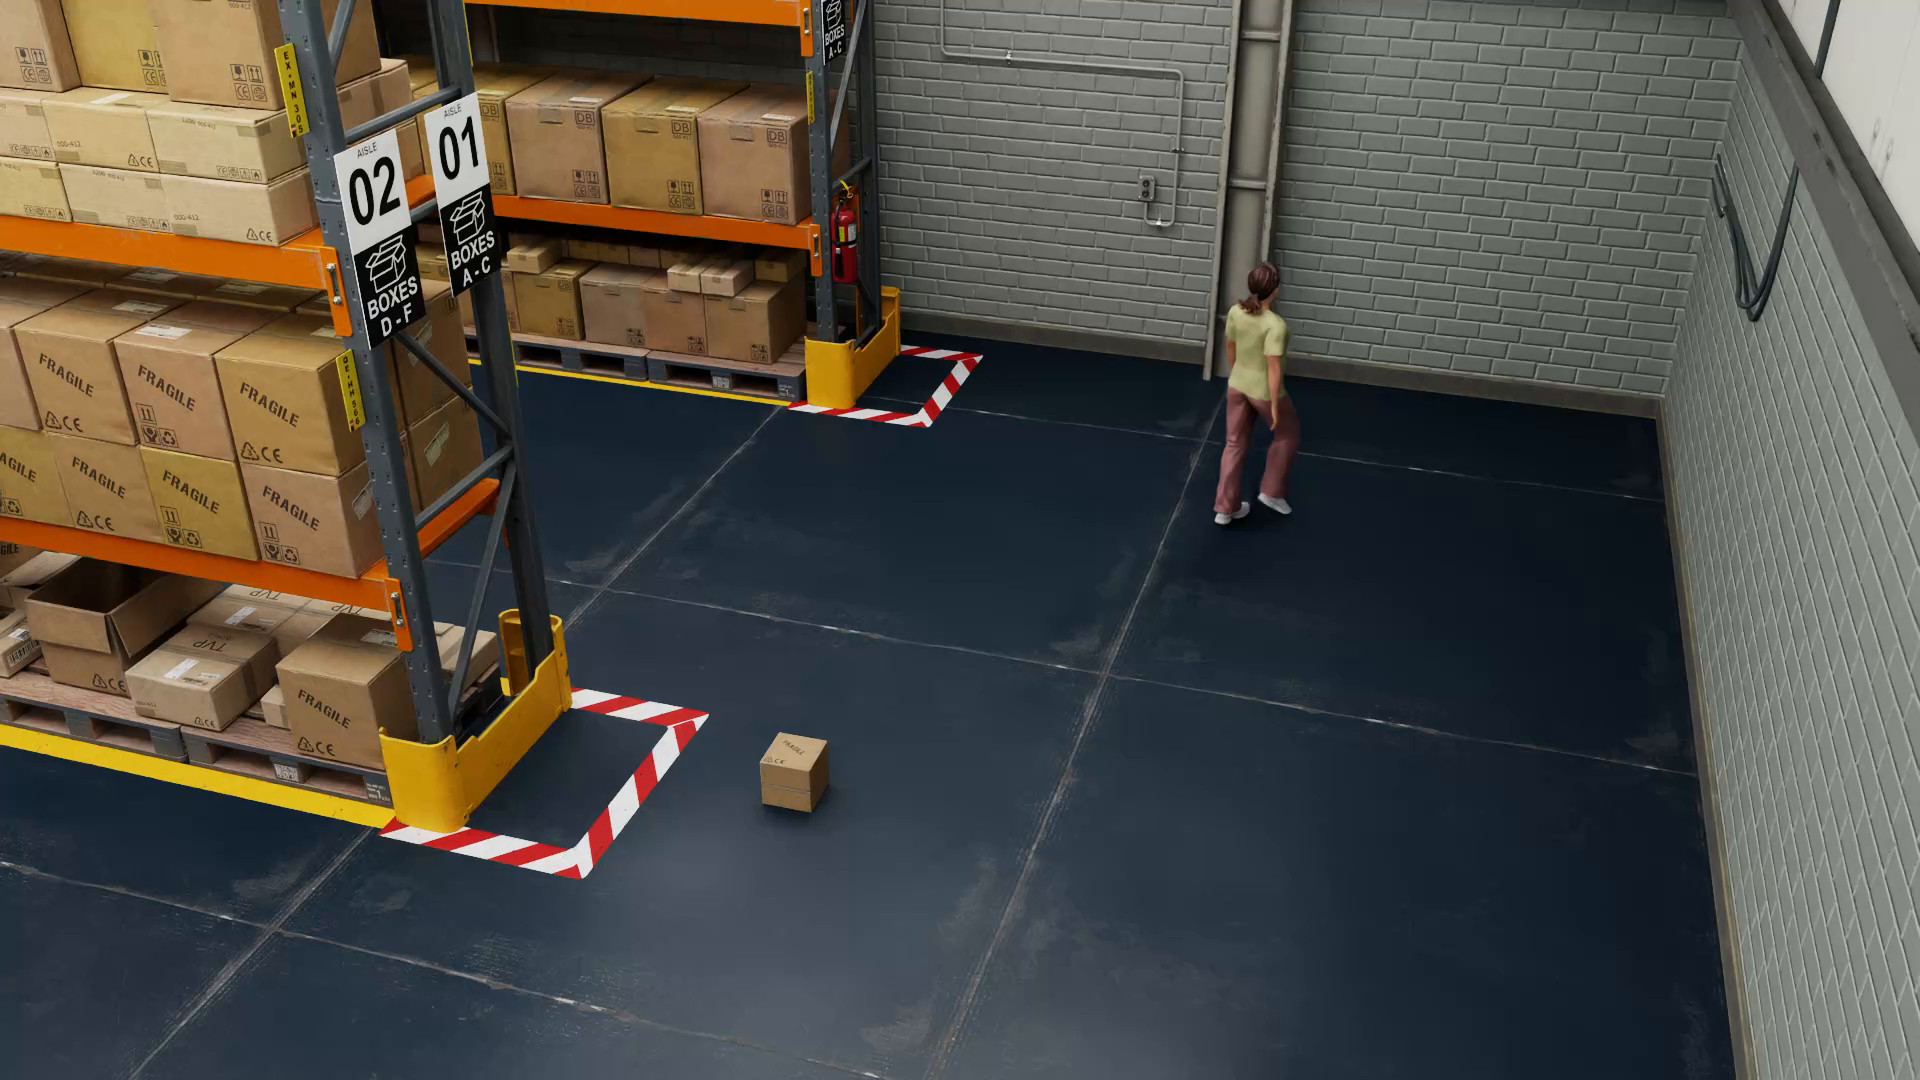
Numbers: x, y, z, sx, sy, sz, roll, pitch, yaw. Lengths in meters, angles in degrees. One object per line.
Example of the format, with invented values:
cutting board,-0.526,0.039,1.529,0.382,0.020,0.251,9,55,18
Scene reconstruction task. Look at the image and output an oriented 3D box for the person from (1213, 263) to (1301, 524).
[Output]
person,1.808,-0.871,10.074,0.489,1.722,0.579,25,38,37
